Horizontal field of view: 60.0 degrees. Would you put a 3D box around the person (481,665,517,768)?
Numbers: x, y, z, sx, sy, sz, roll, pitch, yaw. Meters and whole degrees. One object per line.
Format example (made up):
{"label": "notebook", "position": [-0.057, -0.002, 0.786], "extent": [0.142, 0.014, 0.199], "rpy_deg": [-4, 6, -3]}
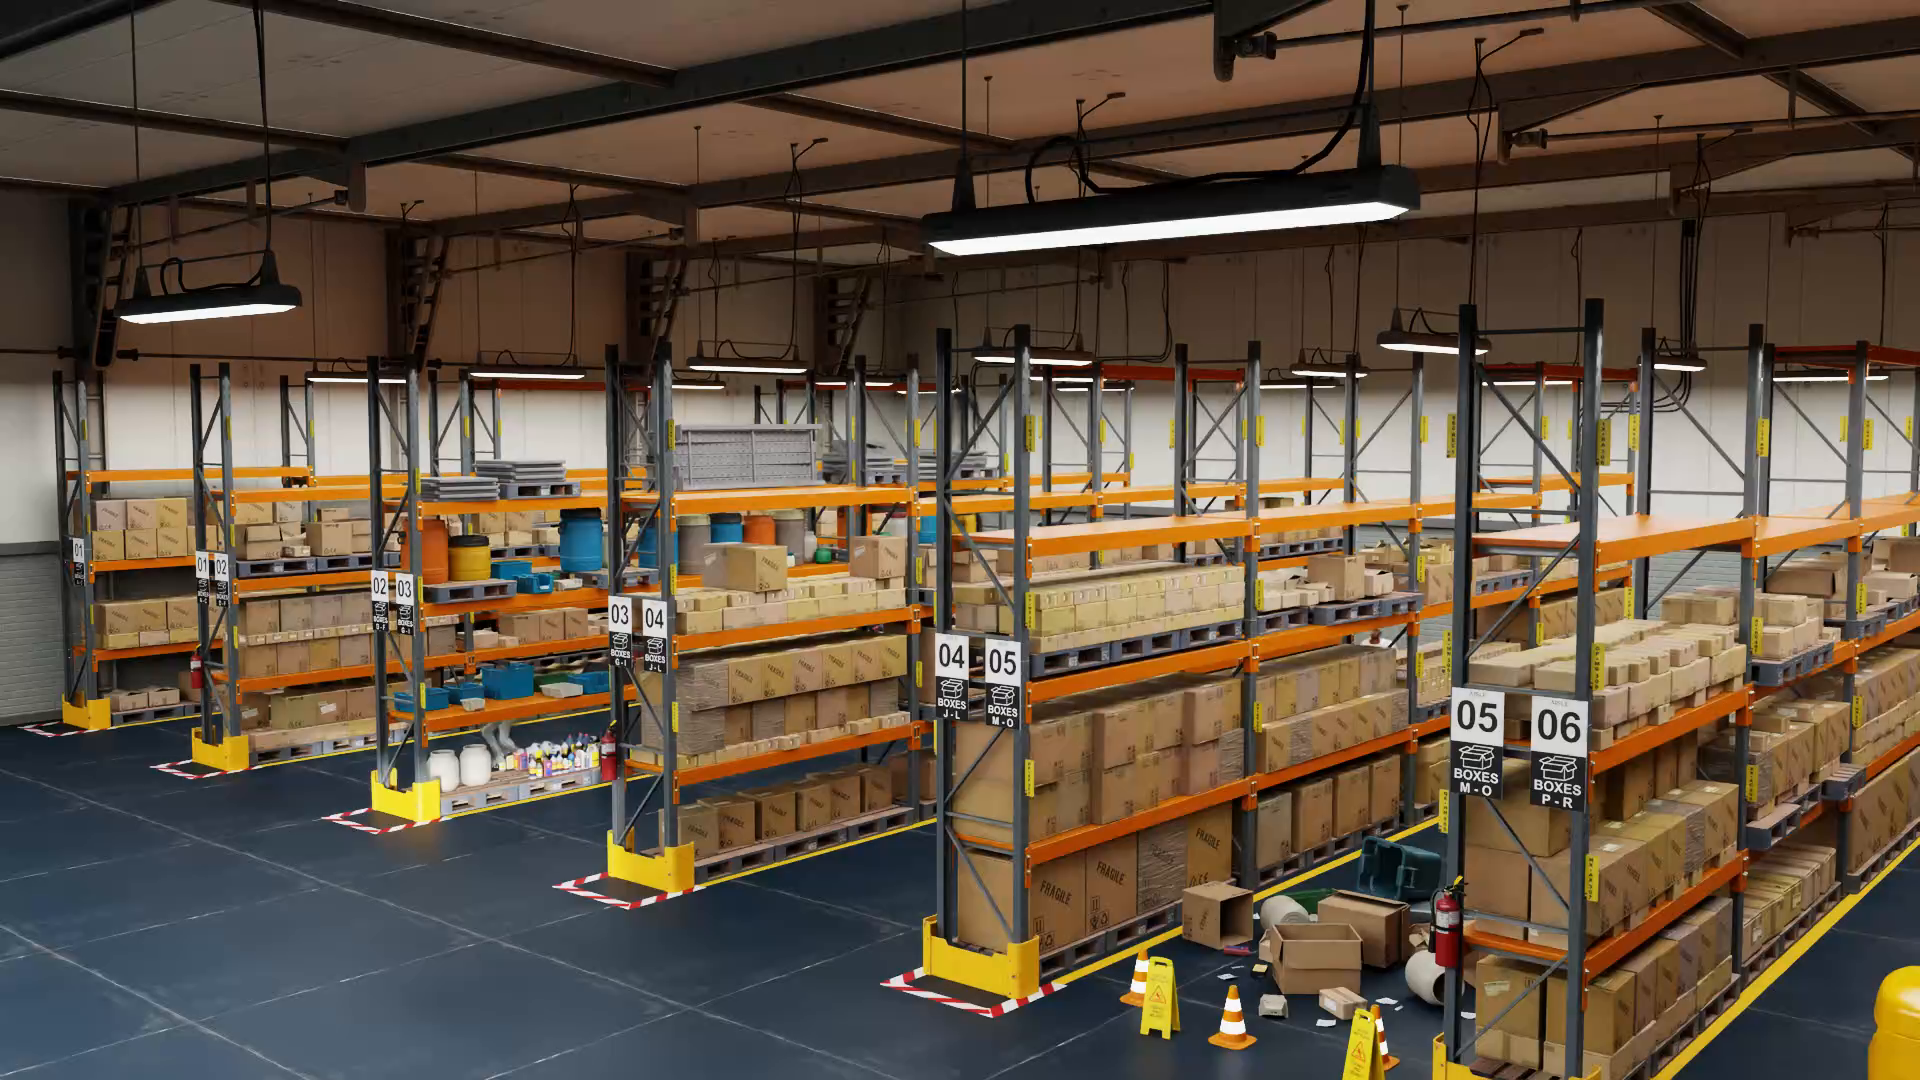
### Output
{"label": "person", "position": [-6.763, 2.600, 24.529], "extent": [0.591, 1.553, 0.584], "rpy_deg": [-2, 5, -30]}

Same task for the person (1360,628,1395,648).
{"label": "person", "position": [7.058, 2.266, 28.242], "extent": [0.681, 1.719, 0.575], "rpy_deg": [3, 5, 32]}
